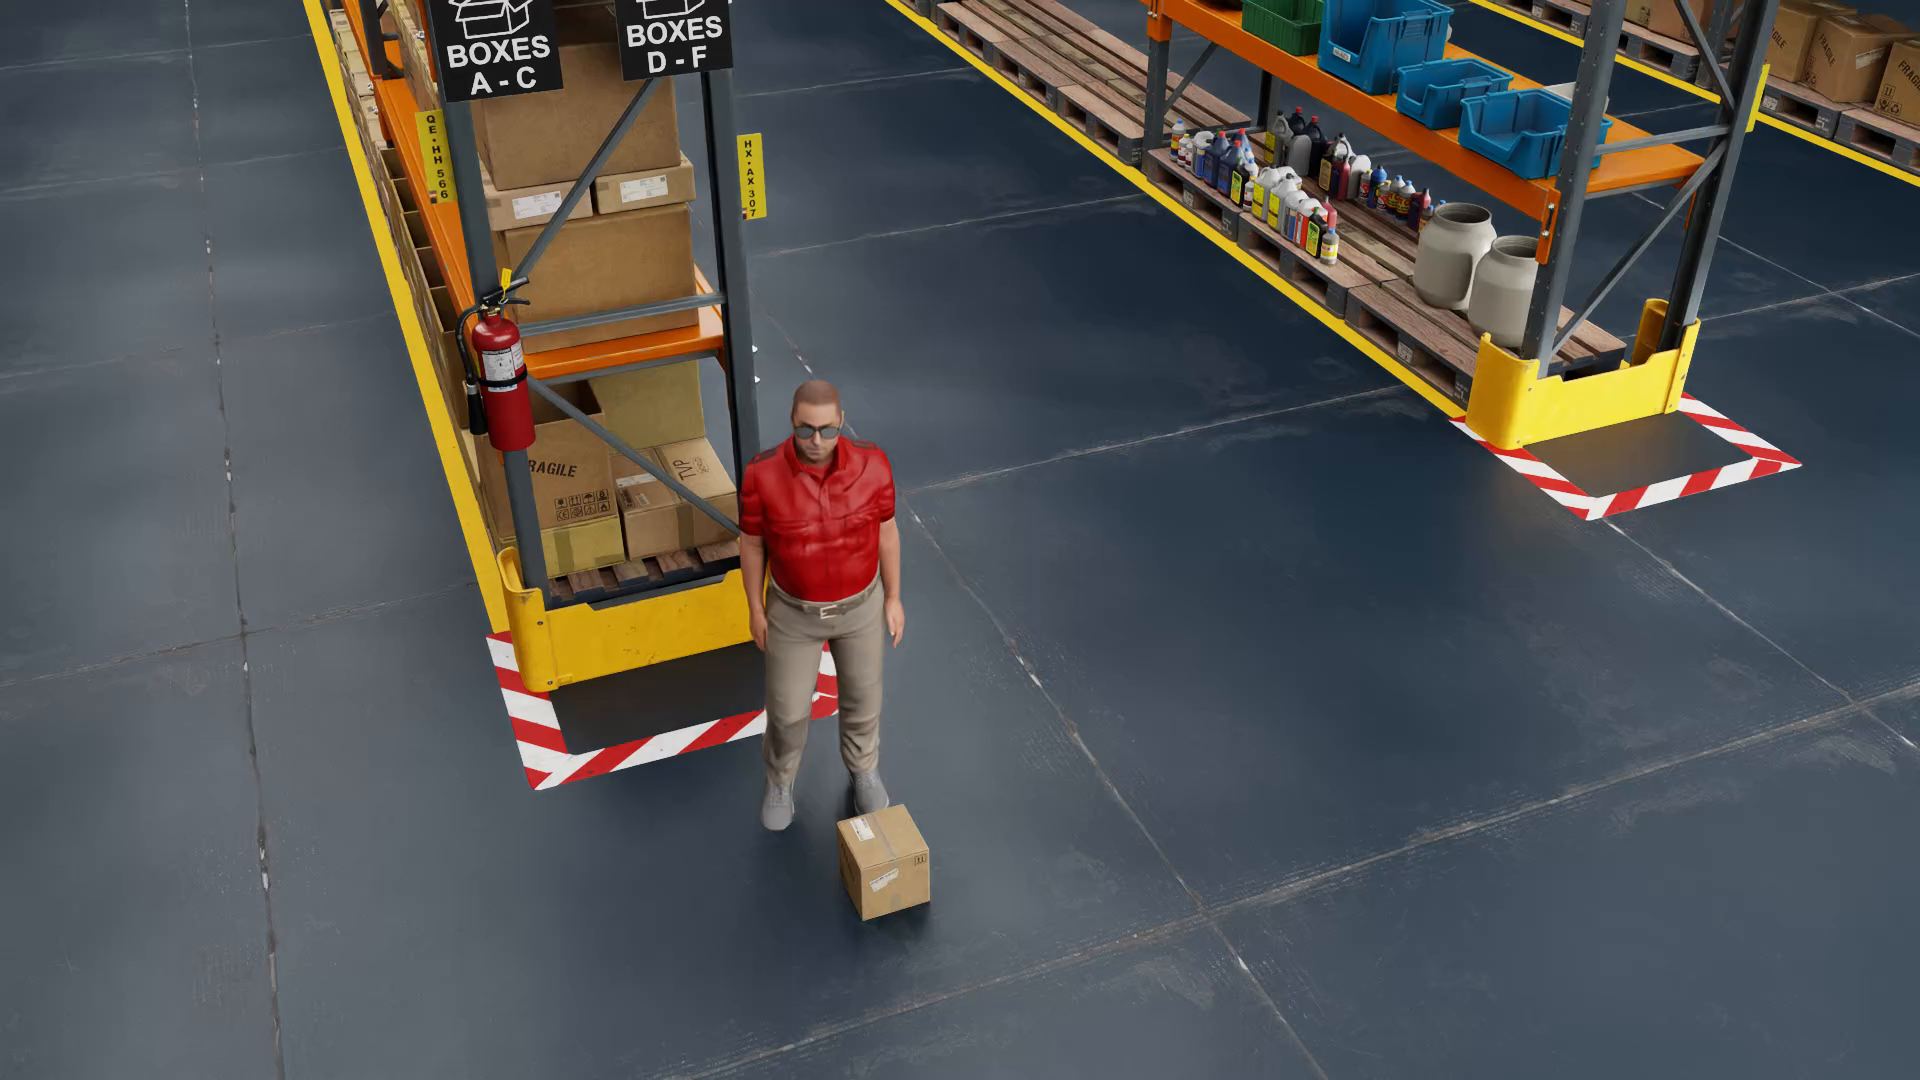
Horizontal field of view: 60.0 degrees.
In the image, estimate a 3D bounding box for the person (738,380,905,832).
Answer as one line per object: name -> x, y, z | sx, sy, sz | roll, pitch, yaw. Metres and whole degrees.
person -> -0.472, 0.271, 5.769 | 0.570, 1.798, 0.373 | -9, 34, -14
